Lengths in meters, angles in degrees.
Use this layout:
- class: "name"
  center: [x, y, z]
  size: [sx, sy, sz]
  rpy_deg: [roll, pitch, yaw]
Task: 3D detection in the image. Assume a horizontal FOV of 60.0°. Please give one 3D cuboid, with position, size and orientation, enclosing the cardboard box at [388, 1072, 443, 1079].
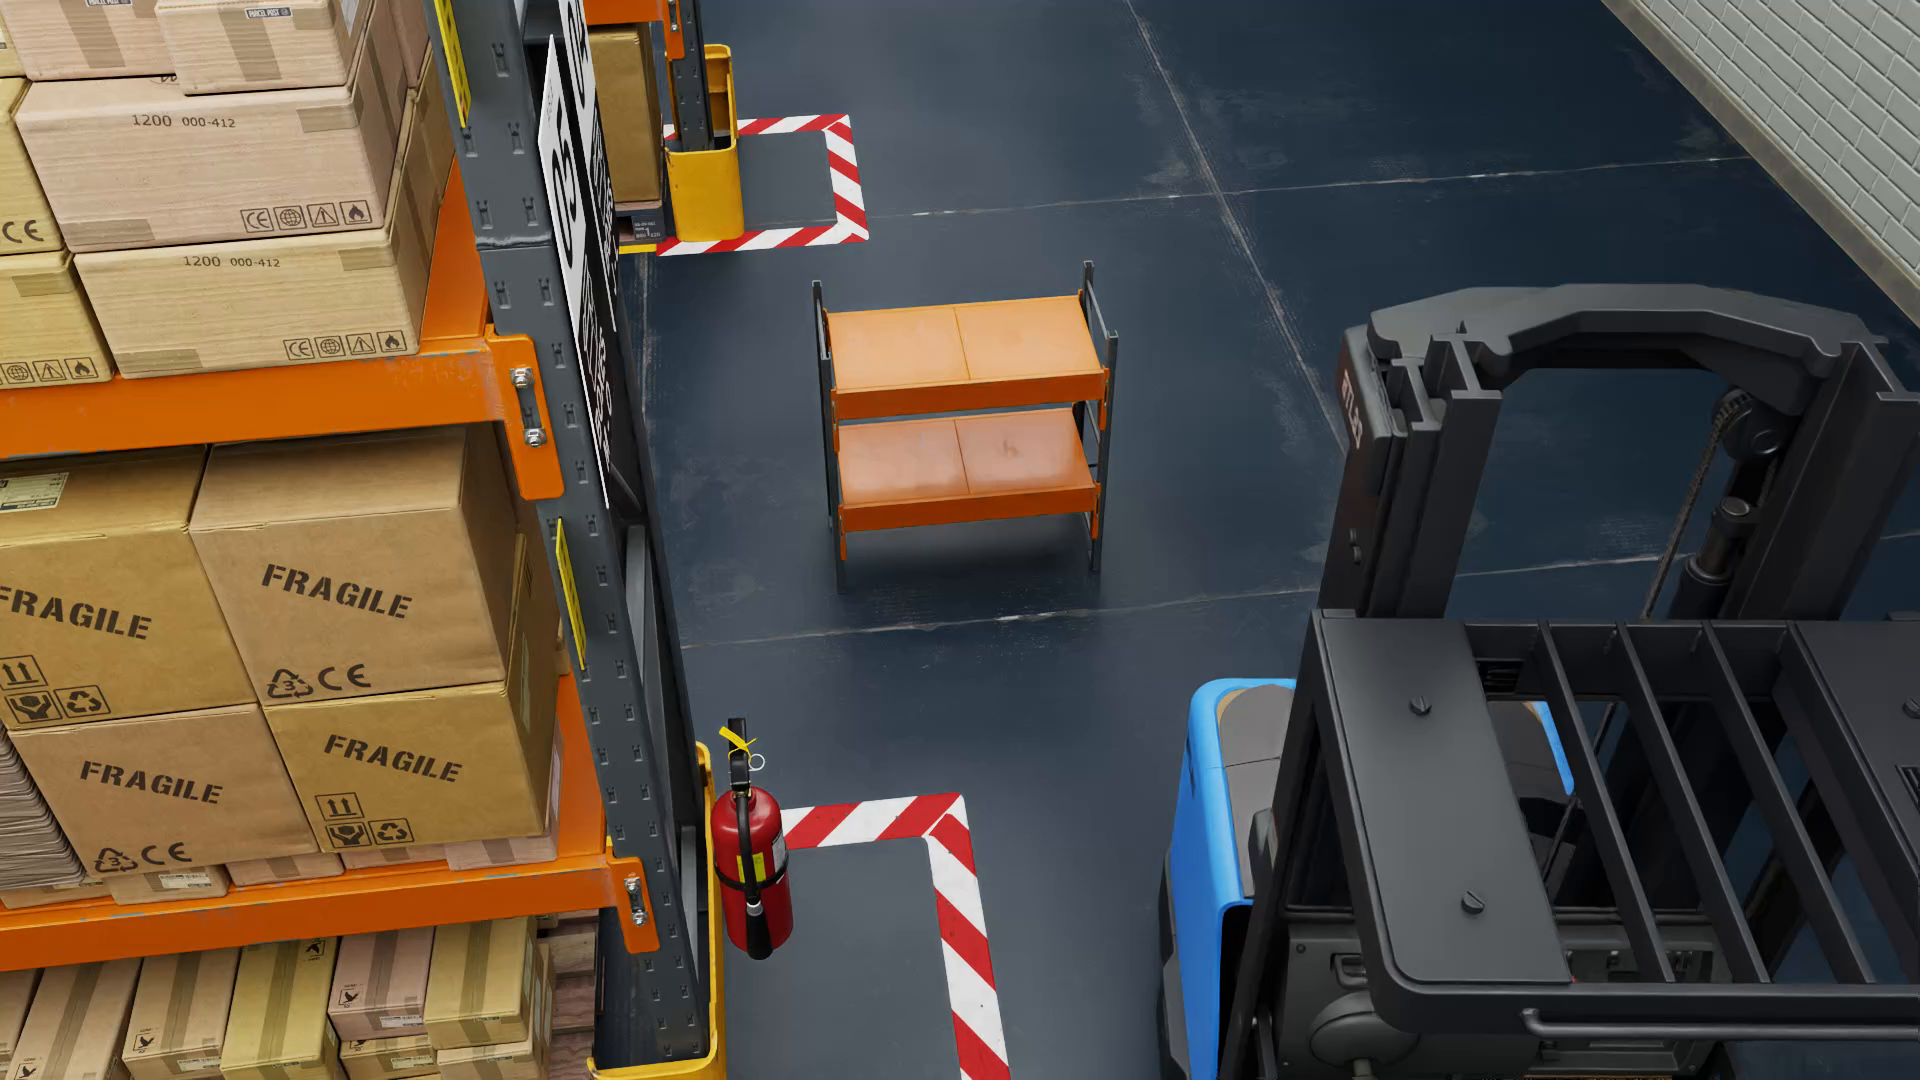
- class: "cardboard box"
  center: [-1.557, 1.464, 4.702]
  size: [0.250, 0.149, 0.380]
  rpy_deg: [-4, 42, -4]

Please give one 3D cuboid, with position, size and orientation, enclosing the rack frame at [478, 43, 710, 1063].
- class: "rack frame"
  center: [-0.820, 0.287, 4.192]
  size: [0.127, 3.000, 1.000]
  rpy_deg: [-5, 42, -6]

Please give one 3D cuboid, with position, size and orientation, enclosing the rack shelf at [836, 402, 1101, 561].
- class: "rack shelf"
  center: [0.007, -0.237, 6.538]
  size: [1.000, 0.278, 0.538]
  rpy_deg: [-5, 42, -6]

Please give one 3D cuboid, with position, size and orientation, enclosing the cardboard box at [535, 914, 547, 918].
- class: "cardboard box"
  center: [-1.373, 0.955, 5.045]
  size: [0.250, 0.149, 0.380]
  rpy_deg: [-3, 42, -4]

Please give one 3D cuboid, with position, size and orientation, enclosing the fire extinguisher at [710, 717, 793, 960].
- class: "fire extinguisher"
  center: [-0.510, 0.739, 4.027]
  size: [0.183, 0.674, 0.296]
  rpy_deg: [-5, 42, -6]

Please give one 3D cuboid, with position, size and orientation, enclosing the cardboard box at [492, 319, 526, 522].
- class: "cardboard box"
  center: [-1.299, -0.369, 3.876]
  size: [0.500, 0.500, 0.500]
  rpy_deg: [-5, 42, -6]

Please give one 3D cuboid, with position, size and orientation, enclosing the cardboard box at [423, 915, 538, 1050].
- class: "cardboard box"
  center: [-1.312, 1.184, 4.569]
  size: [0.250, 0.149, 0.380]
  rpy_deg: [-5, 42, -5]

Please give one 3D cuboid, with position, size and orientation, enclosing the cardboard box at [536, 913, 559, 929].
- class: "cardboard box"
  center: [-1.381, 1.023, 5.191]
  size: [0.250, 0.149, 0.380]
  rpy_deg: [-4, 42, -5]

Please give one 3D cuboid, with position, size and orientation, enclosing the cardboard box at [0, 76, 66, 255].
- class: "cardboard box"
  center: [-1.750, -0.702, 2.788]
  size: [0.500, 0.250, 0.500]
  rpy_deg: [-6, 42, -7]

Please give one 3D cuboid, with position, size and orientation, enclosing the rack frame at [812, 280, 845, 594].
- class: "rack frame"
  center: [-0.497, -0.374, 6.325]
  size: [0.032, 1.125, 0.500]
  rpy_deg: [-5, 42, -6]

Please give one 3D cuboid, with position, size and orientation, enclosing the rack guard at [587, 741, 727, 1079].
- class: "rack guard"
  center: [-0.895, 1.222, 5.022]
  size: [0.348, 0.500, 1.175]
  rpy_deg: [-5, 42, -6]

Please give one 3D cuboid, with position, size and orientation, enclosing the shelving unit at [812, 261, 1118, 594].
- class: "shelving unit"
  center: [0.007, -0.418, 6.374]
  size: [1.048, 1.125, 0.538]
  rpy_deg: [-5, 42, -6]

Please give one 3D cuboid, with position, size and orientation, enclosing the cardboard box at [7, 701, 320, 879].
- class: "cardboard box"
  center: [-1.743, 0.391, 3.780]
  size: [0.500, 0.500, 0.500]
  rpy_deg: [-6, 42, -6]

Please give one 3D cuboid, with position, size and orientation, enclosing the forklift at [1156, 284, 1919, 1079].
- class: "forklift"
  center: [1.150, 1.089, 3.354]
  size: [1.130, 2.935, 3.031]
  rpy_deg: [0, 42, 0]

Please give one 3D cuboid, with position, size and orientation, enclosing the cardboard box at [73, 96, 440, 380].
- class: "cardboard box"
  center: [-1.237, -0.555, 2.999]
  size: [0.500, 0.250, 0.500]
  rpy_deg: [-6, 42, -6]

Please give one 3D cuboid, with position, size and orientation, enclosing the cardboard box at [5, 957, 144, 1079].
- class: "cardboard box"
  center: [-2.333, 1.315, 4.424]
  size: [0.250, 0.149, 0.380]
  rpy_deg: [-4, 42, -4]

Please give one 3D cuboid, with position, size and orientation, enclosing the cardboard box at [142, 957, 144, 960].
- class: "cardboard box"
  center: [-2.402, 1.057, 4.931]
  size: [0.250, 0.149, 0.380]
  rpy_deg: [-7, 43, -8]

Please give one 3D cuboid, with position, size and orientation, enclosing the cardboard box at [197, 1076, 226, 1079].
- class: "cardboard box"
  center: [-2.101, 1.316, 4.644]
  size: [0.250, 0.149, 0.380]
  rpy_deg: [-5, 42, -6]

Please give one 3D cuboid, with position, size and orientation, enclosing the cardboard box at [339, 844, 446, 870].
- class: "cardboard box"
  center: [-1.358, 0.593, 4.040]
  size: [0.250, 0.149, 0.380]
  rpy_deg: [-5, 42, -6]

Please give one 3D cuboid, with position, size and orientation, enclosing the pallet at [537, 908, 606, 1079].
- class: "pallet"
  center: [-1.705, 1.377, 5.066]
  size: [1.213, 0.211, 1.003]
  rpy_deg: [-5, 42, -6]

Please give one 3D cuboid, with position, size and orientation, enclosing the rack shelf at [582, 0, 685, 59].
- class: "rack shelf"
  center: [-3.346, -2.575, 7.902]
  size: [4.000, 0.370, 1.077]
  rpy_deg: [-5, 42, -6]

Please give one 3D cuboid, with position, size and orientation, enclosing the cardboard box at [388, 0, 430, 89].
- class: "cardboard box"
  center: [-1.299, -1.090, 3.218]
  size: [0.500, 0.250, 0.500]
  rpy_deg: [-4, 42, -5]

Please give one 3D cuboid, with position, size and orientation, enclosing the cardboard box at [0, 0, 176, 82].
- class: "cardboard box"
  center: [-1.366, -0.910, 2.721]
  size: [0.250, 0.149, 0.380]
  rpy_deg: [-4, 42, -5]

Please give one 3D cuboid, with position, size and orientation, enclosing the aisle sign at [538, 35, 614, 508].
- class: "aisle sign"
  center: [-0.708, -0.485, 3.107]
  size: [0.004, 0.787, 0.394]
  rpy_deg: [-5, 42, -6]

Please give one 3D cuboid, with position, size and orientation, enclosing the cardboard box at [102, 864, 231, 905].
- class: "cardboard box"
  center: [-1.855, 0.663, 3.963]
  size: [0.250, 0.149, 0.380]
  rpy_deg: [-4, 42, -4]

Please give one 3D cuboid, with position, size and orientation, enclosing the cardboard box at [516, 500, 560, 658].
- class: "cardboard box"
  center: [-1.301, -0.005, 4.219]
  size: [0.500, 0.500, 0.500]
  rpy_deg: [-3, 42, -3]

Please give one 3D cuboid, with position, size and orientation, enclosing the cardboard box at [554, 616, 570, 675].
- class: "cardboard box"
  center: [-1.184, 0.191, 4.486]
  size: [0.250, 0.149, 0.380]
  rpy_deg: [-5, 42, -6]

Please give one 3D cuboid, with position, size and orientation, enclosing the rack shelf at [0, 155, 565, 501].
- class: "rack shelf"
  center: [-2.803, -0.386, 3.235]
  size: [4.000, 0.370, 1.077]
  rpy_deg: [-5, 42, -6]

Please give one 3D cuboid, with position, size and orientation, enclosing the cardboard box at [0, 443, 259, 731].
- class: "cardboard box"
  center: [-1.744, 0.018, 3.448]
  size: [0.500, 0.500, 0.500]
  rpy_deg: [-6, 42, -7]

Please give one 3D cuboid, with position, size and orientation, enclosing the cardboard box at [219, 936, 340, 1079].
- class: "cardboard box"
  center: [-1.809, 1.274, 4.469]
  size: [0.250, 0.149, 0.380]
  rpy_deg: [-6, 42, -6]

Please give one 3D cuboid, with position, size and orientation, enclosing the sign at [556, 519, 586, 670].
- class: "sign"
  center: [-0.768, 0.110, 3.288]
  size: [0.005, 0.325, 0.100]
  rpy_deg: [-5, 42, -6]

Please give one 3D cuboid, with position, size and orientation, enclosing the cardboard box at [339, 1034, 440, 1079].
- class: "cardboard box"
  center: [-1.572, 1.302, 4.660]
  size: [0.250, 0.149, 0.380]
  rpy_deg: [-6, 42, -7]
